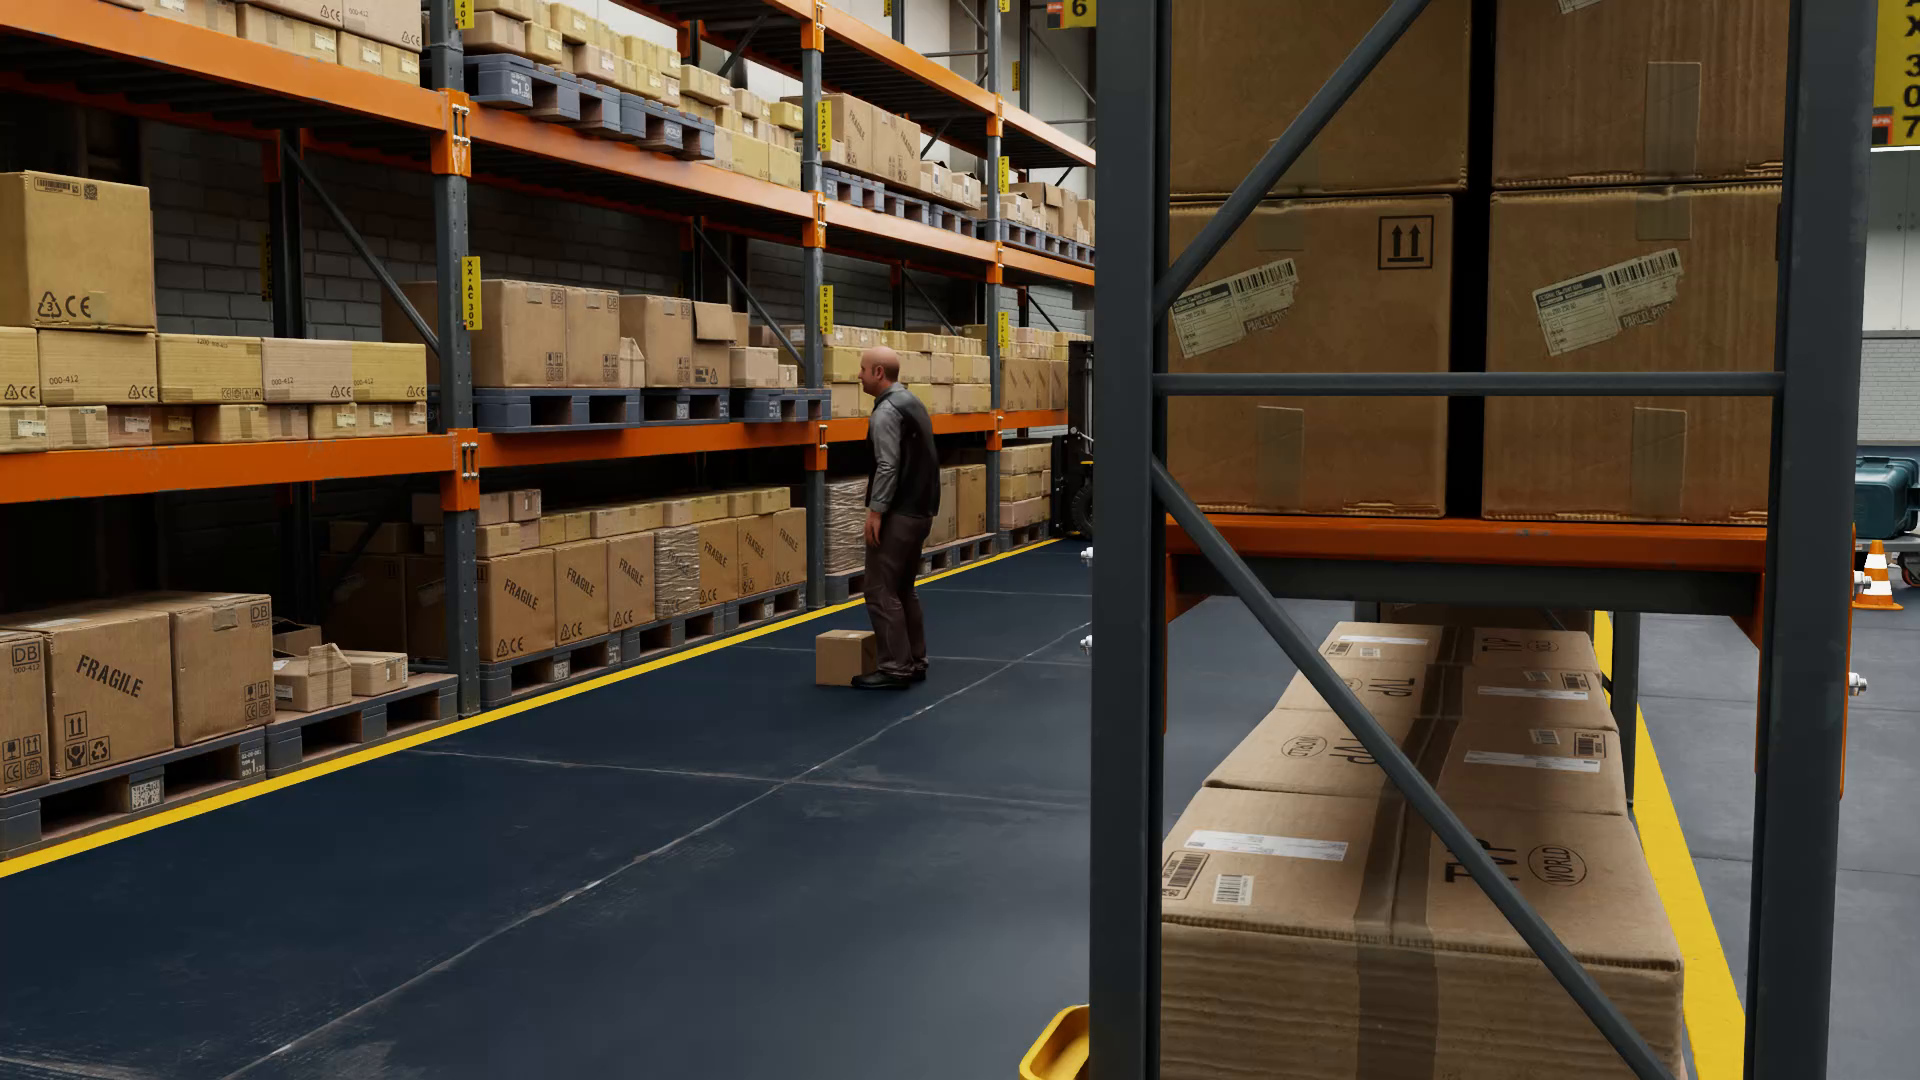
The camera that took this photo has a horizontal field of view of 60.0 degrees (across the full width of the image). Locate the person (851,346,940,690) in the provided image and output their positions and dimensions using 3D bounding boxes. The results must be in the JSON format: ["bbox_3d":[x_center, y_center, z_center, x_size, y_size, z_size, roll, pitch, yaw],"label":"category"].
[{"bbox_3d":[-0.316,-0.117,8.411,0.421,1.721,0.594,1,5,15],"label":"person"}]
